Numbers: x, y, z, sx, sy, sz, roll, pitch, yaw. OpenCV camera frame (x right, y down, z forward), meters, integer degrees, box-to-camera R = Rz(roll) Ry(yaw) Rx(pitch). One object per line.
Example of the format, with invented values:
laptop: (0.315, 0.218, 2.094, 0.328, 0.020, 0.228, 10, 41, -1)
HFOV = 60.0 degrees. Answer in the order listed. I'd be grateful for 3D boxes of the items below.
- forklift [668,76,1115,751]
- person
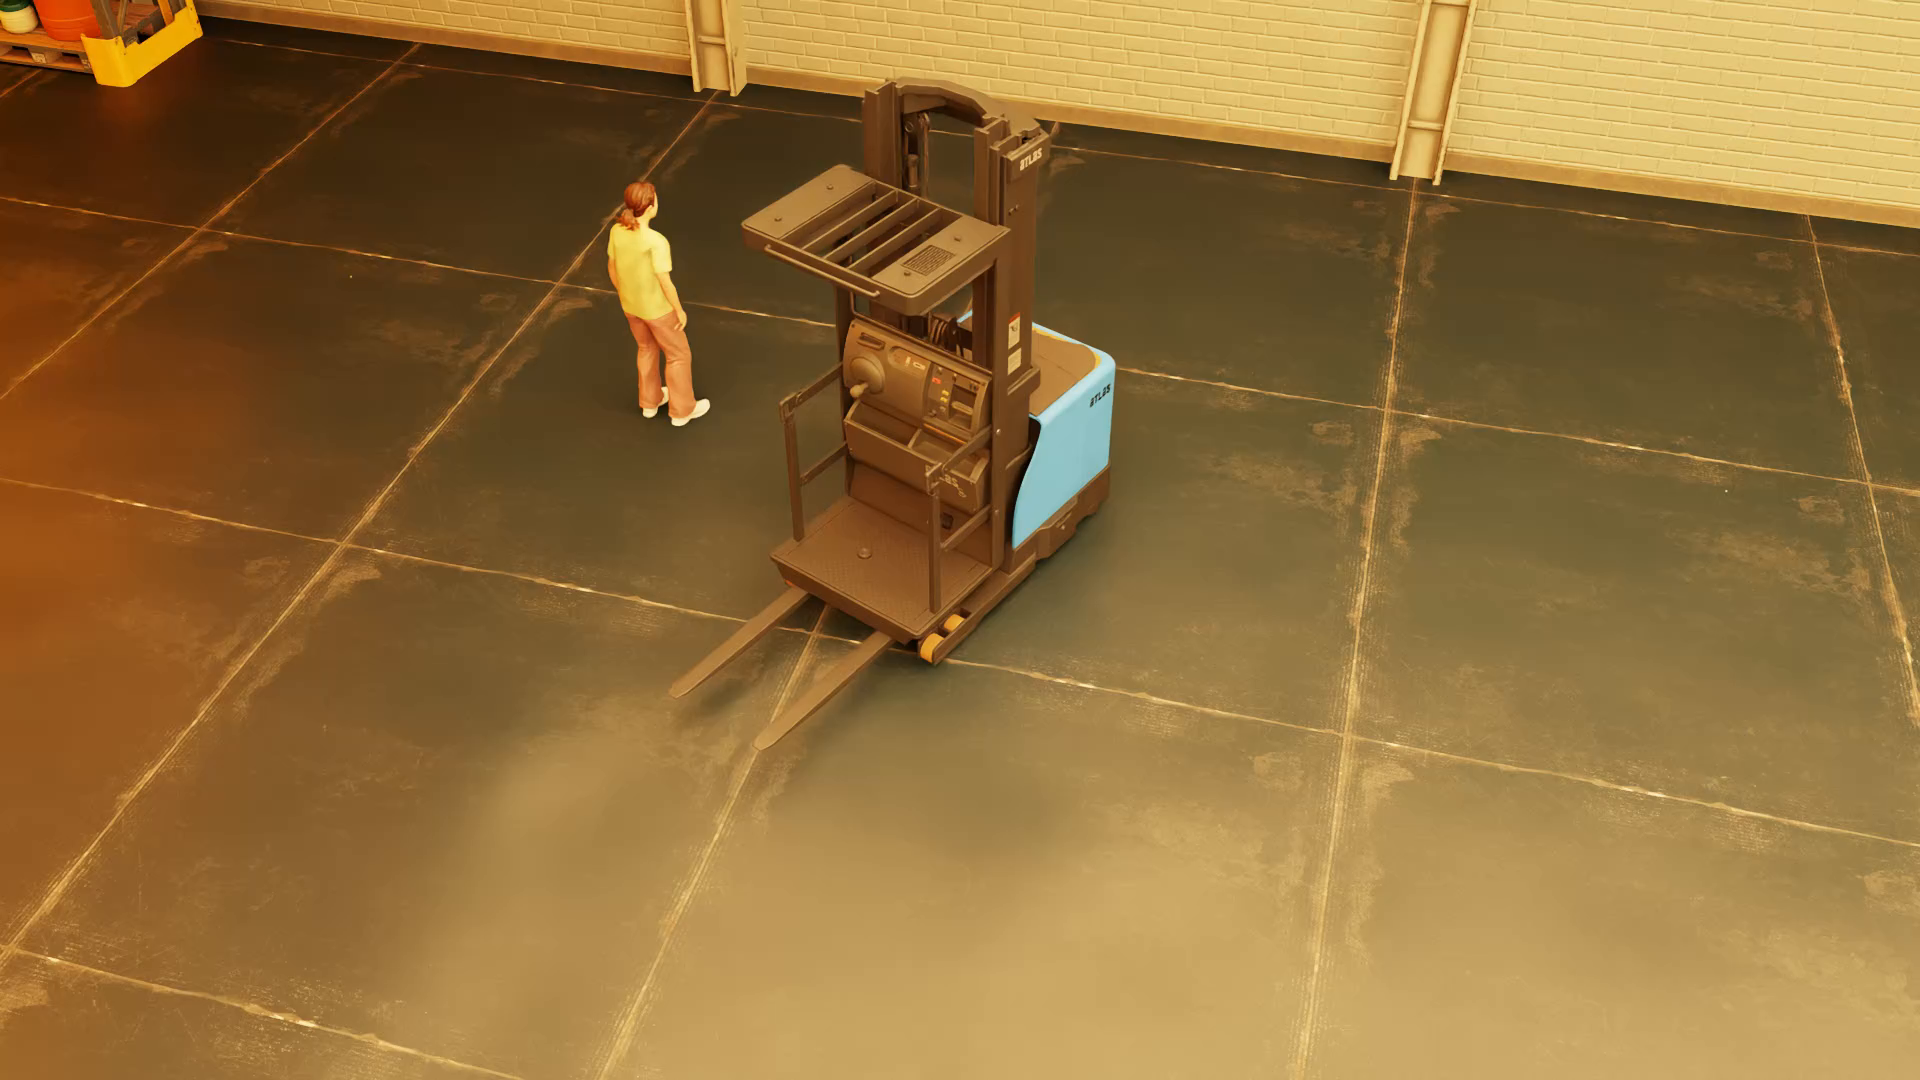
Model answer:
forklift: (-0.370, -0.782, 8.754, 1.130, 2.935, 3.031, 27, 48, 27)
person: (-1.939, -1.489, 10.516, 0.517, 1.671, 0.370, 22, 46, 23)
